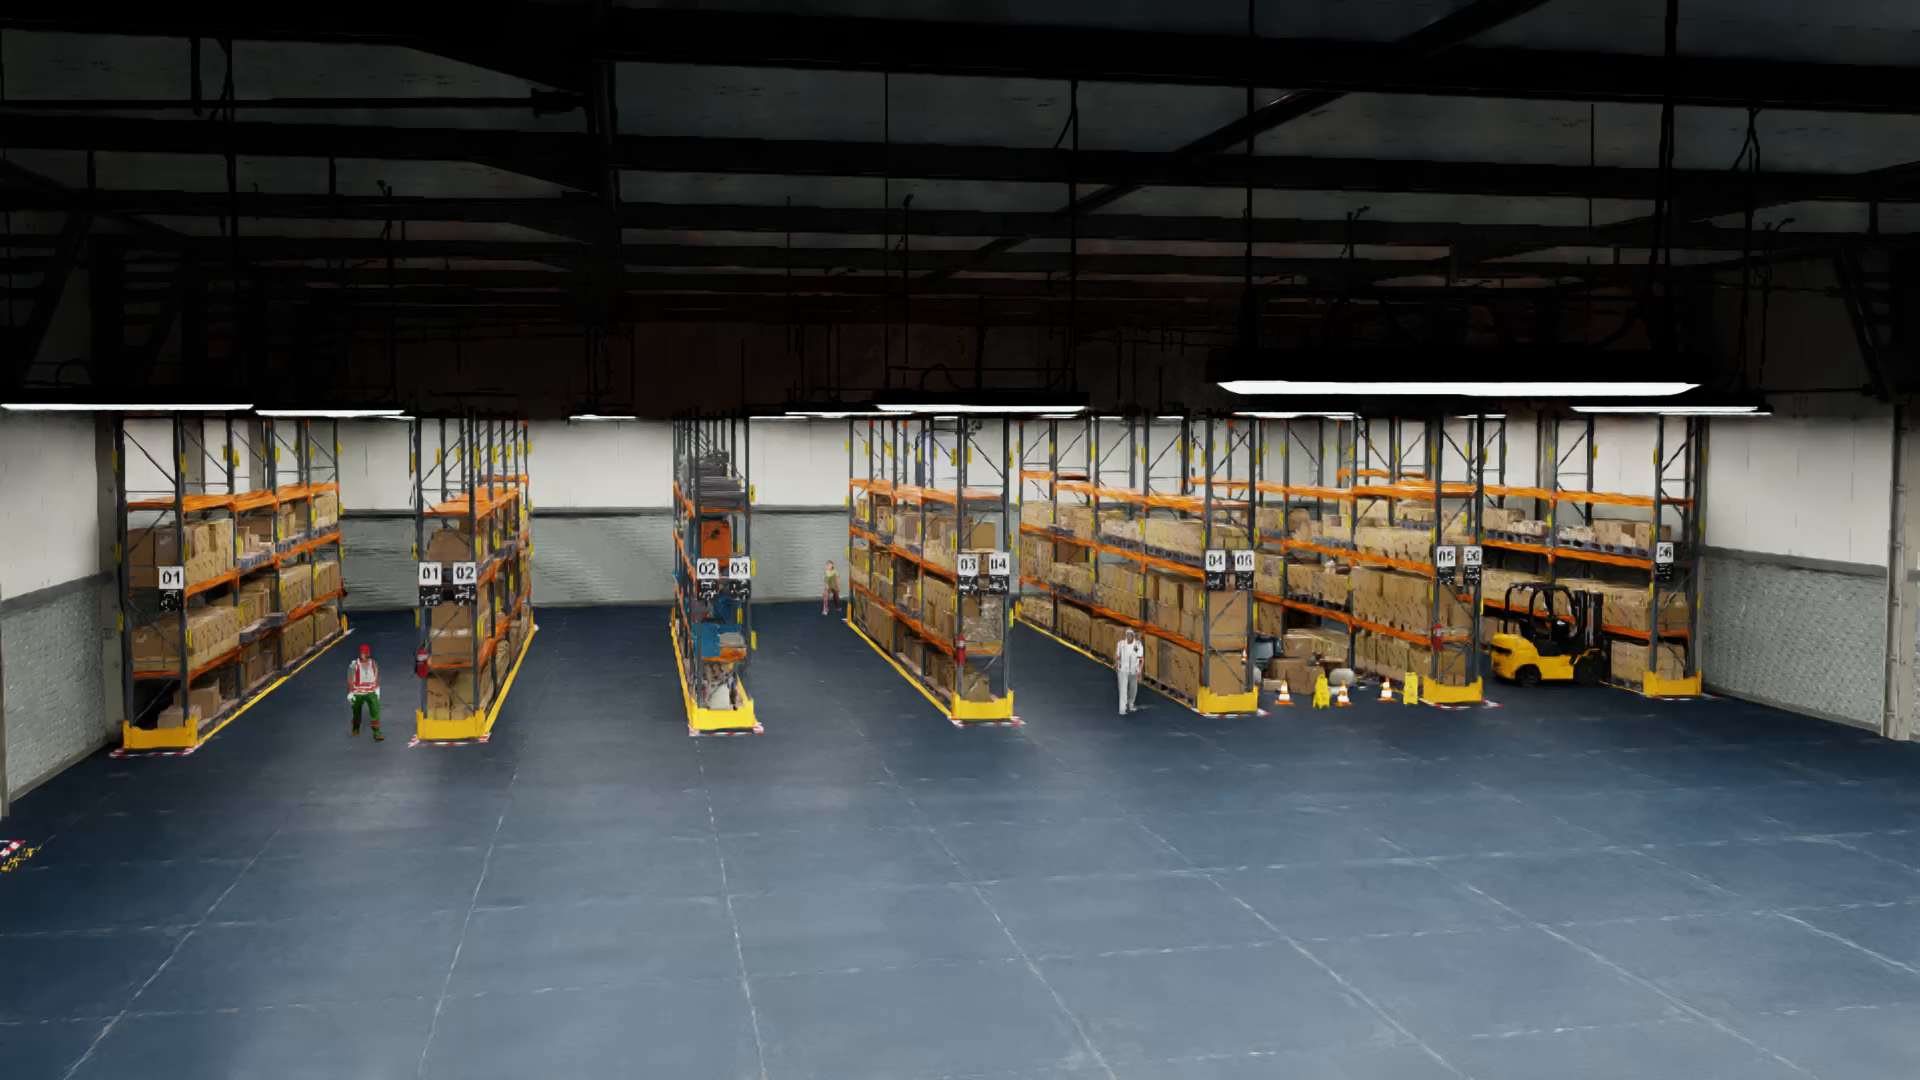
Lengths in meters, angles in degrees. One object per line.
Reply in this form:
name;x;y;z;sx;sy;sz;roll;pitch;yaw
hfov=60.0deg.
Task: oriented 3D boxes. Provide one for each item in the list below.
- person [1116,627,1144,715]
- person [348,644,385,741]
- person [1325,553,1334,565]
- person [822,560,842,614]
person;3.328;2.536;32.549;0.535;1.705;1.029;0;4;-2
person;-10.703;2.735;29.907;0.592;1.746;0.976;-3;5;-32
person;11.628;1.202;51.969;0.682;1.659;0.498;-3;5;-38
person;-3.819;1.390;49.629;0.492;1.609;0.953;1;4;9
